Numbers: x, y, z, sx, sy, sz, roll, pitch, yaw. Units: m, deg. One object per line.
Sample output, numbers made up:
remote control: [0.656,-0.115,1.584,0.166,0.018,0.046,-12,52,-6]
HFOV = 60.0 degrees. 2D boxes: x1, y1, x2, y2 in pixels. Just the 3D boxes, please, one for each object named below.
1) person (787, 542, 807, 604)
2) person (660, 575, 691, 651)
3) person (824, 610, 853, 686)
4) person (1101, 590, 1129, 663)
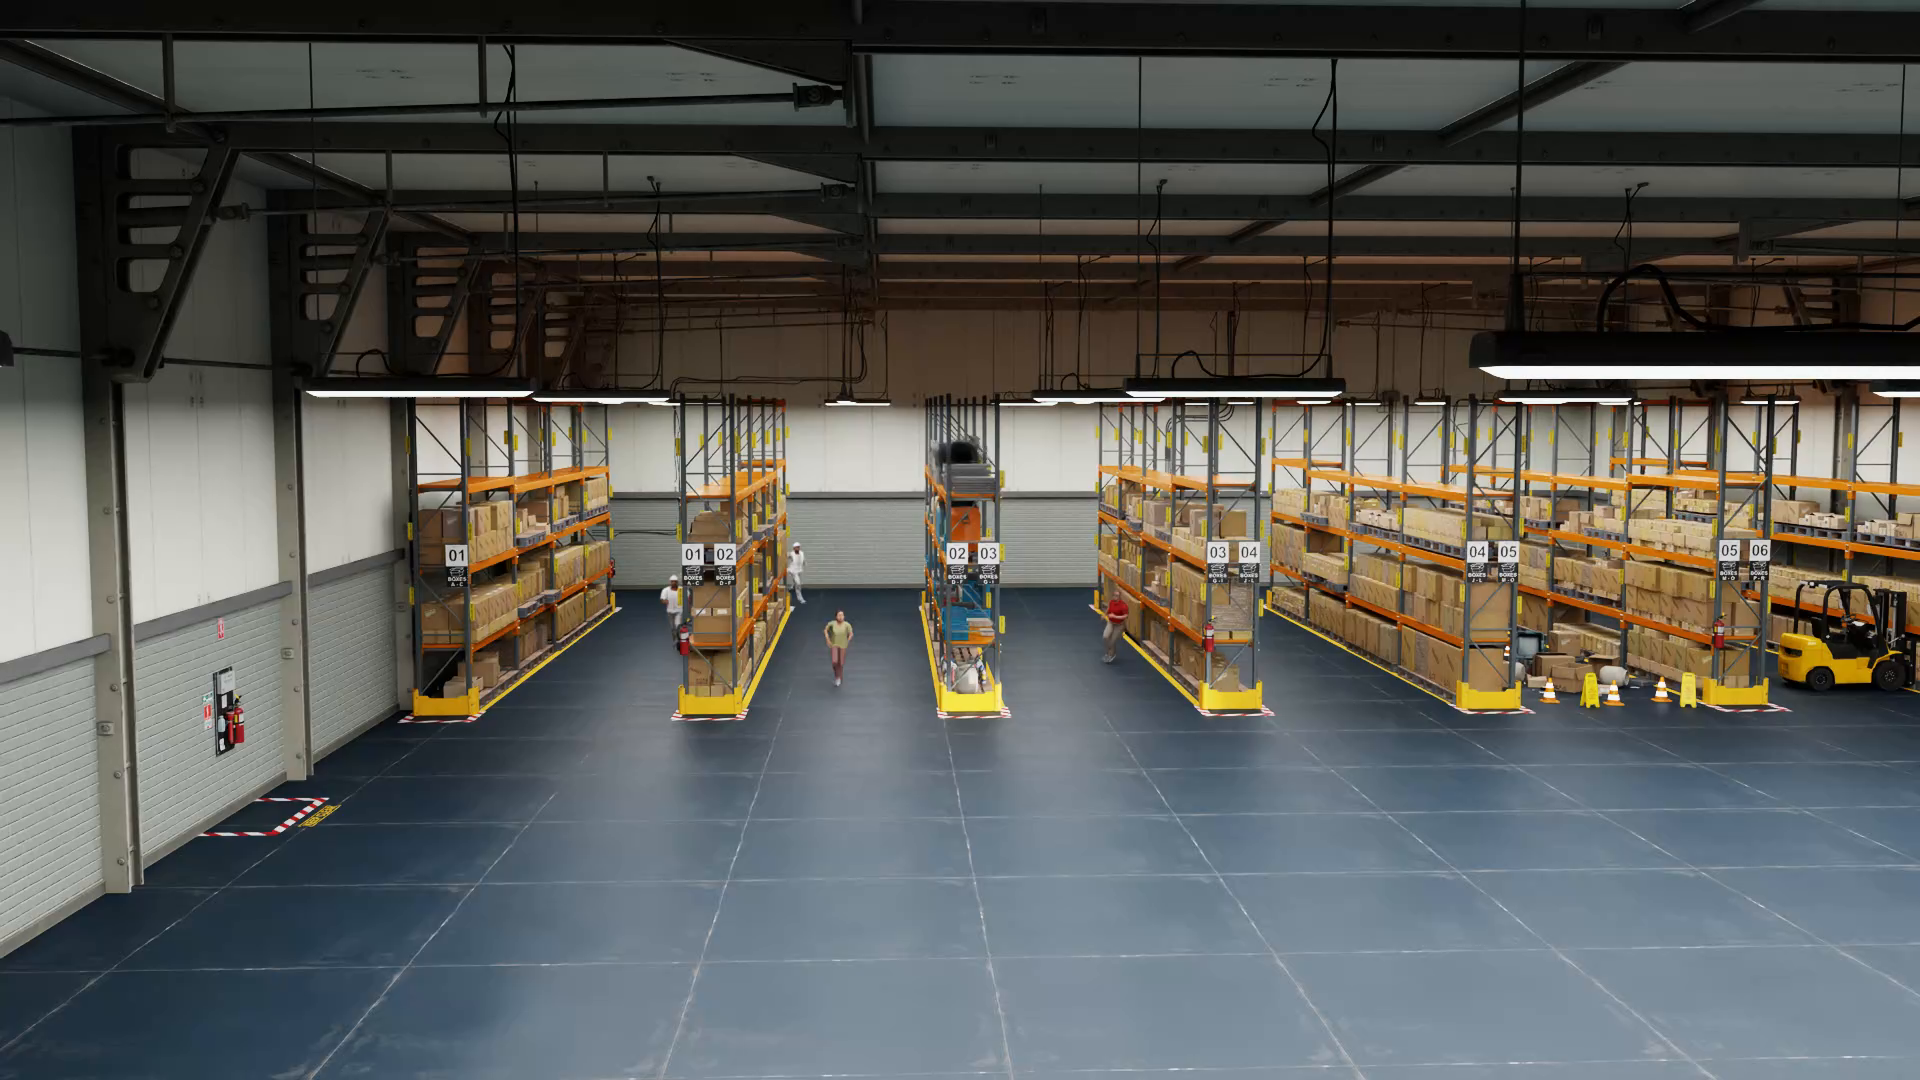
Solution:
person: [-4.837,0.953,49.076,0.997,1.778,0.691,4,6,43]
person: [-6.755,1.734,39.421,0.658,1.812,0.832,0,5,4]
person: [-2.502,2.212,34.410,0.591,1.593,0.749,-1,5,-10]
person: [3.472,1.931,37.481,0.815,1.641,0.727,3,5,30]
